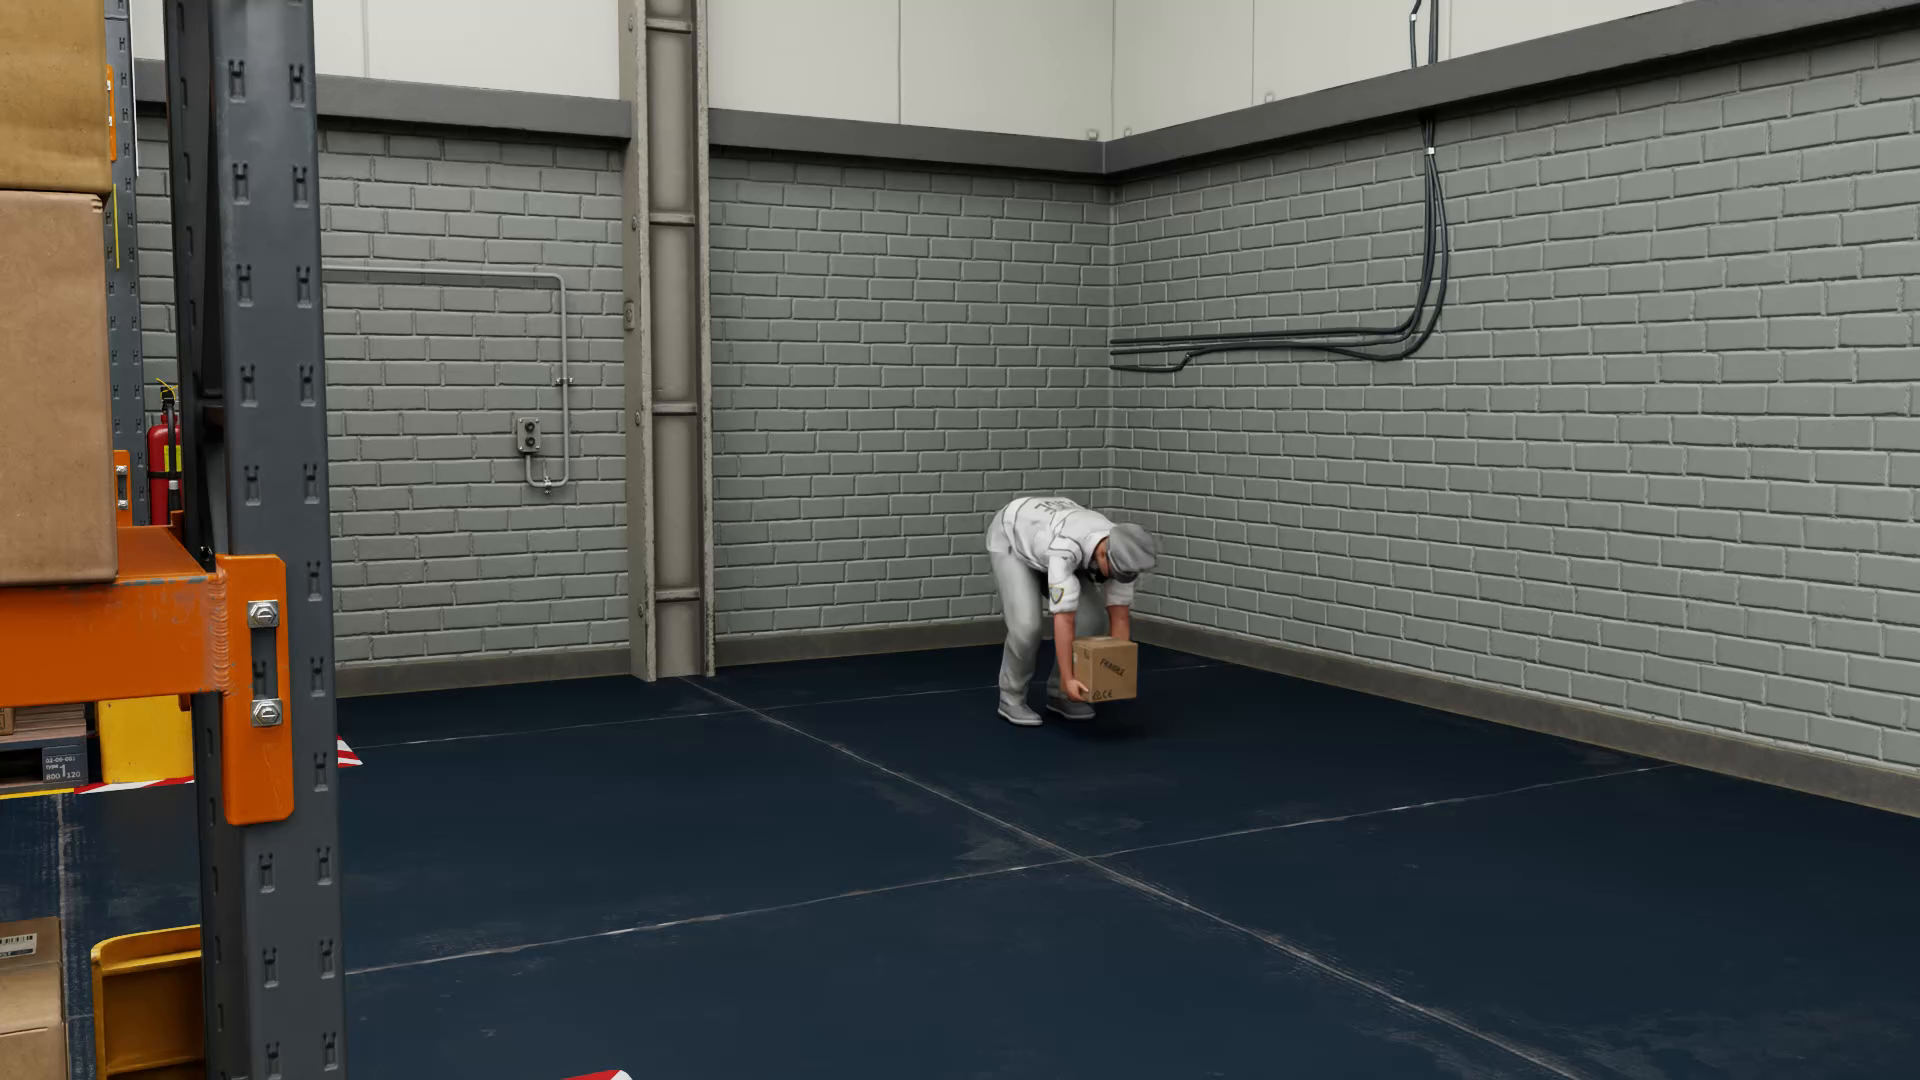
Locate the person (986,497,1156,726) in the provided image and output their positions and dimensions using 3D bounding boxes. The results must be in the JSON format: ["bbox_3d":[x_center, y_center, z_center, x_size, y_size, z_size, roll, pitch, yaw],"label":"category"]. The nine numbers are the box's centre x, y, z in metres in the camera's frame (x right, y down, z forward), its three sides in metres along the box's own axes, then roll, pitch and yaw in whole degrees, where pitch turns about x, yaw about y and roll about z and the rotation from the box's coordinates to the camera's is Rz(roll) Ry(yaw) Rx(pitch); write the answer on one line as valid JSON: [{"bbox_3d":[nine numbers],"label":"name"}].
[{"bbox_3d":[0.518,0.342,7.730,0.517,1.069,1.042,-3,6,-31],"label":"person"}]
